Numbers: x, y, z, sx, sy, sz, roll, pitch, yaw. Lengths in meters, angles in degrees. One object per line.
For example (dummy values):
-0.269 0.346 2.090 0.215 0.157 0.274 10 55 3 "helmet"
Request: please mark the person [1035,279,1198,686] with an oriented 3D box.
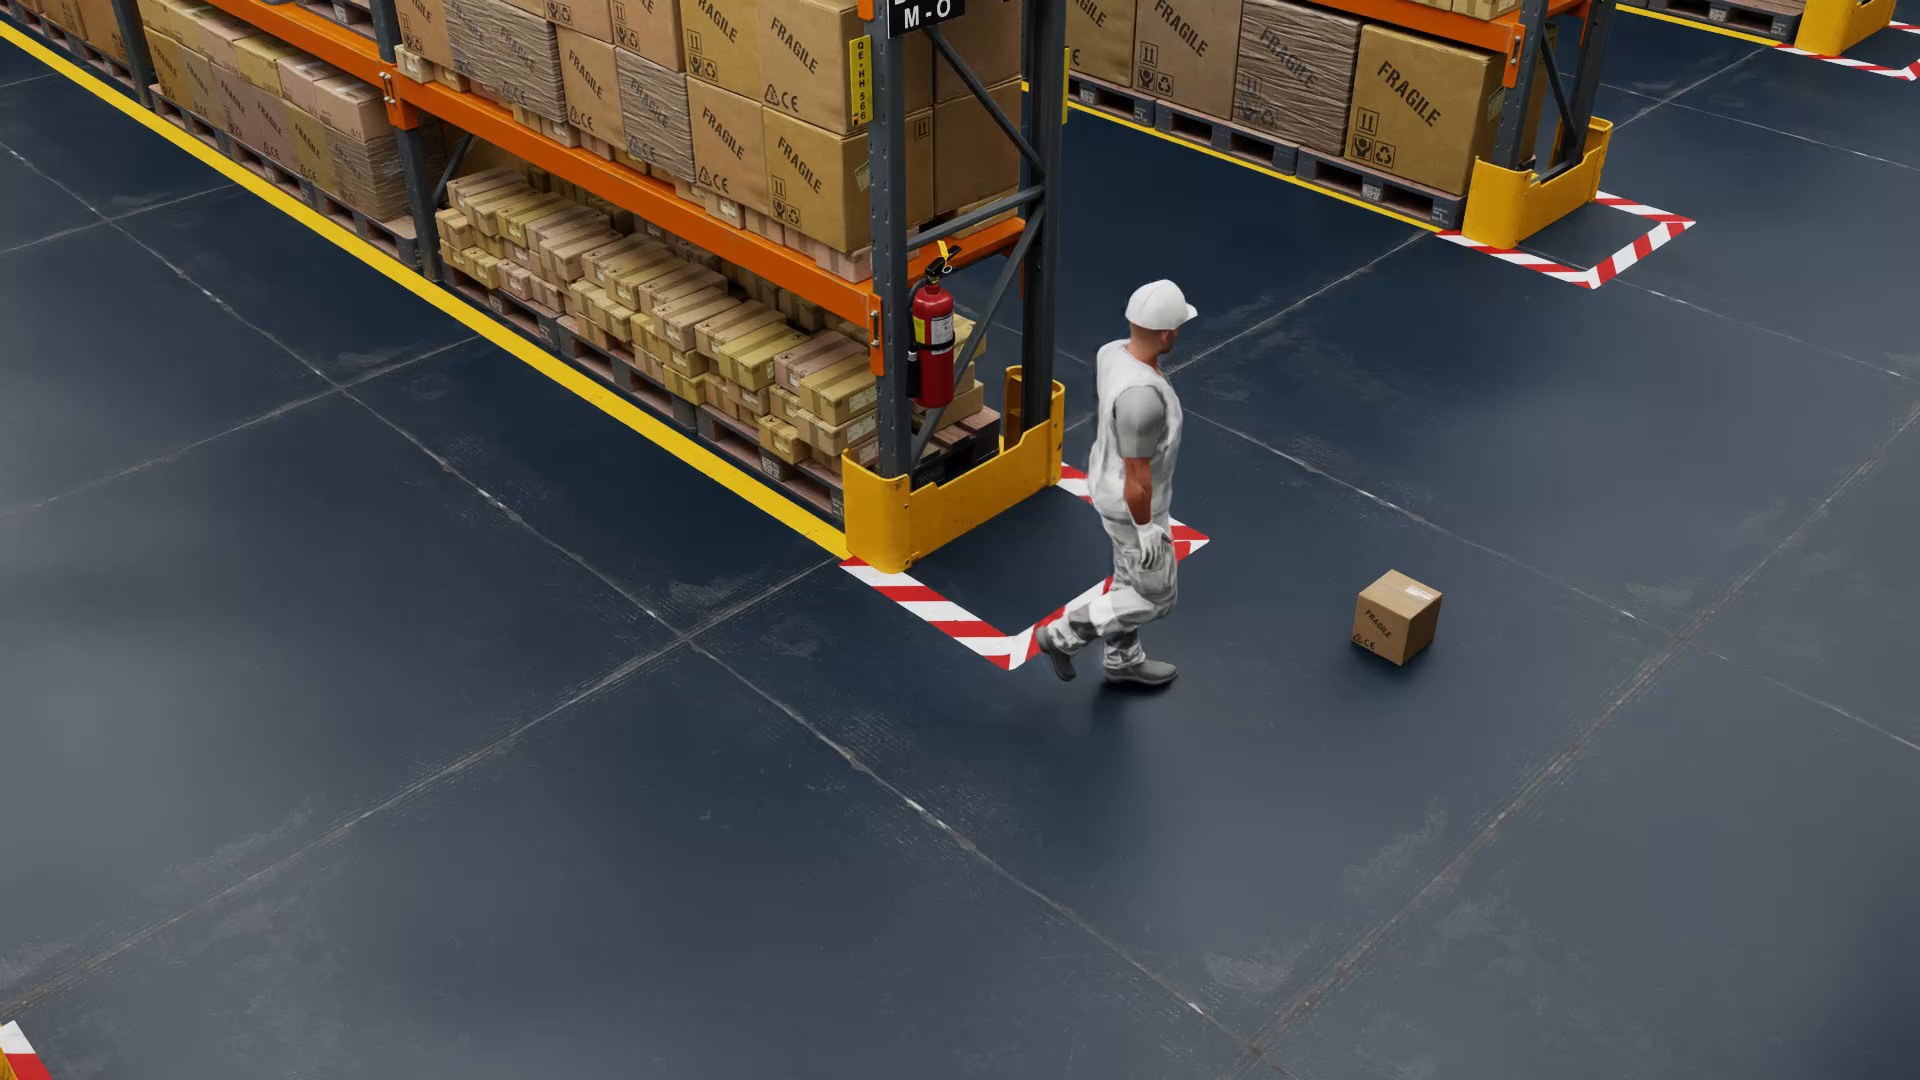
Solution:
0.595 -0.158 6.312 0.596 1.779 0.562 0 35 -1 "person"
